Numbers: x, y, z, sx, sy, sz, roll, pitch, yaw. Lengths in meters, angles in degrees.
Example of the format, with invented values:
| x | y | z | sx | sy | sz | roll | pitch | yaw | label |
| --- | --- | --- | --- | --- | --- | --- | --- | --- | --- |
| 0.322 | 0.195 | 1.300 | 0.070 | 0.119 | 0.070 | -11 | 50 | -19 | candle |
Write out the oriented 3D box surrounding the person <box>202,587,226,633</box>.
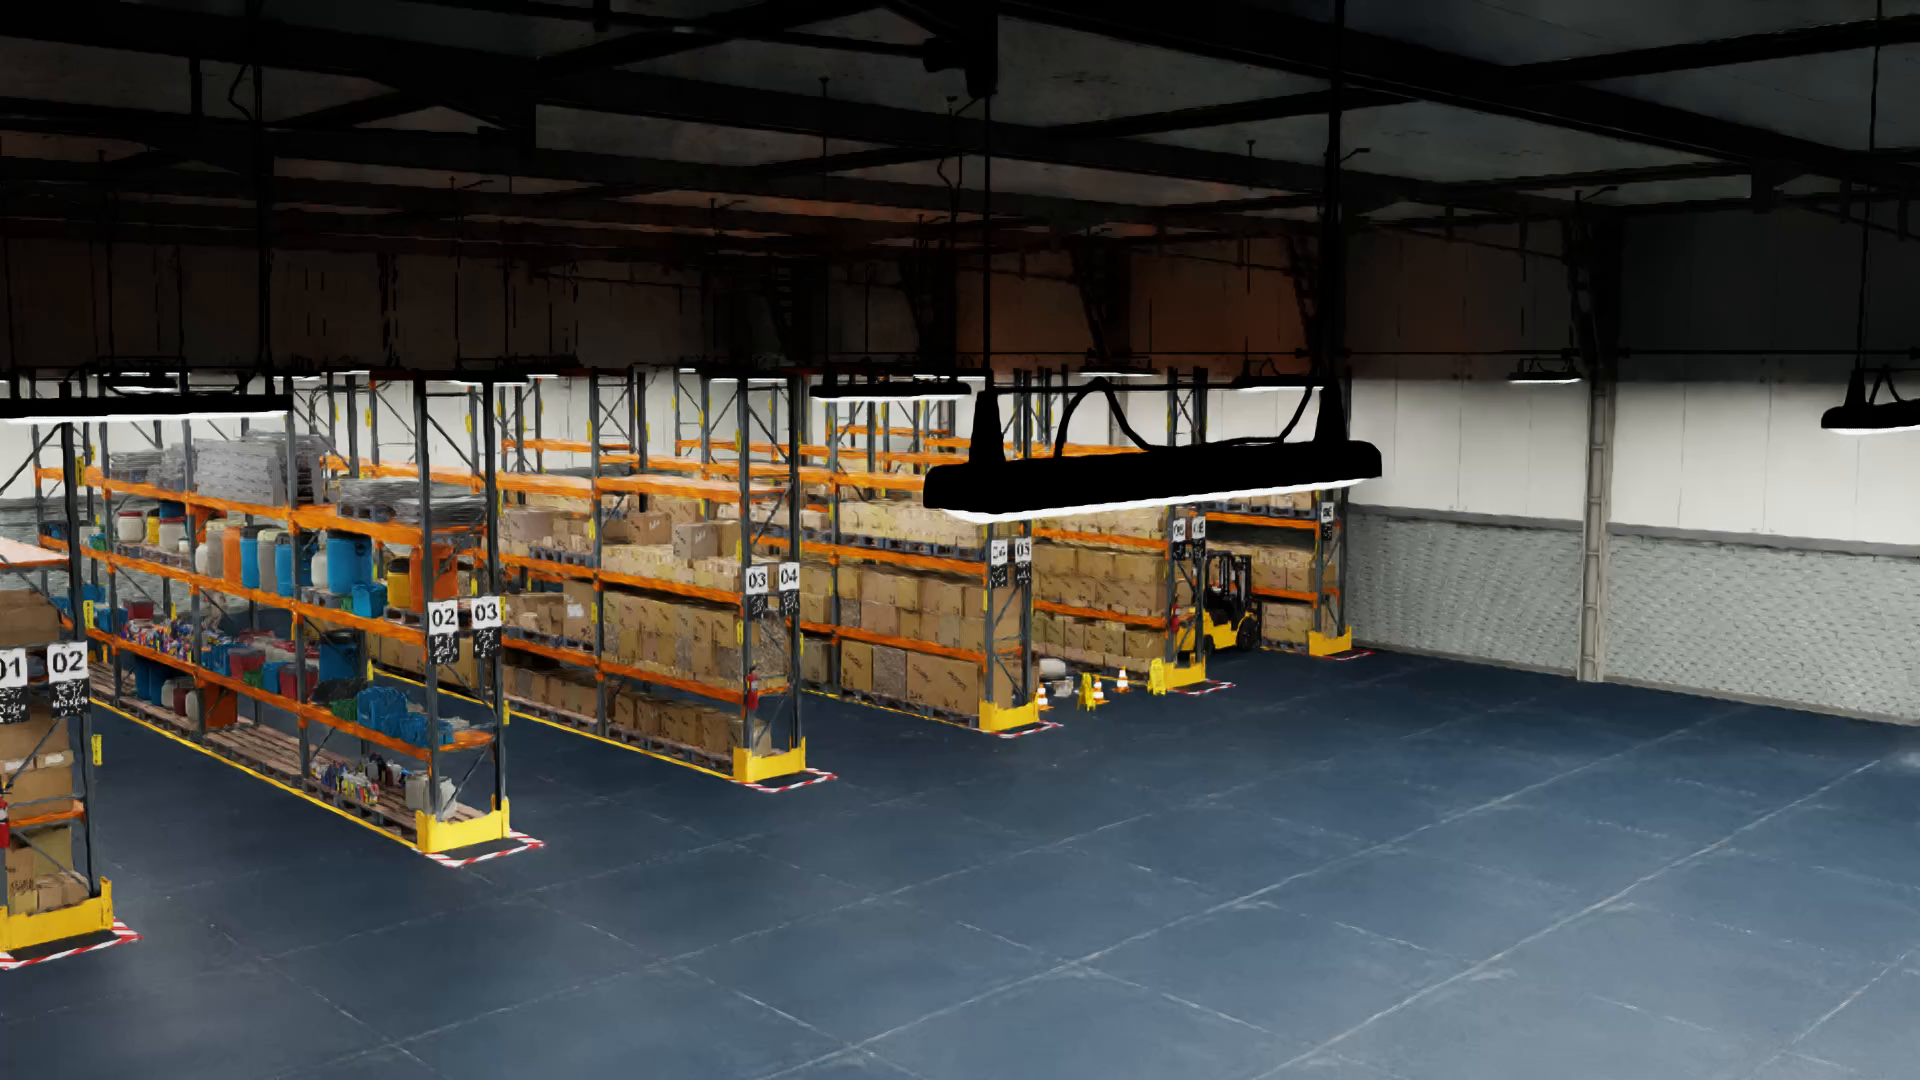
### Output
| x | y | z | sx | sy | sz | roll | pitch | yaw | label |
| --- | --- | --- | --- | --- | --- | --- | --- | --- | --- |
| -16.820 | 1.256 | 37.421 | 0.499 | 1.714 | 0.650 | 0 | 6 | 4 | person |
